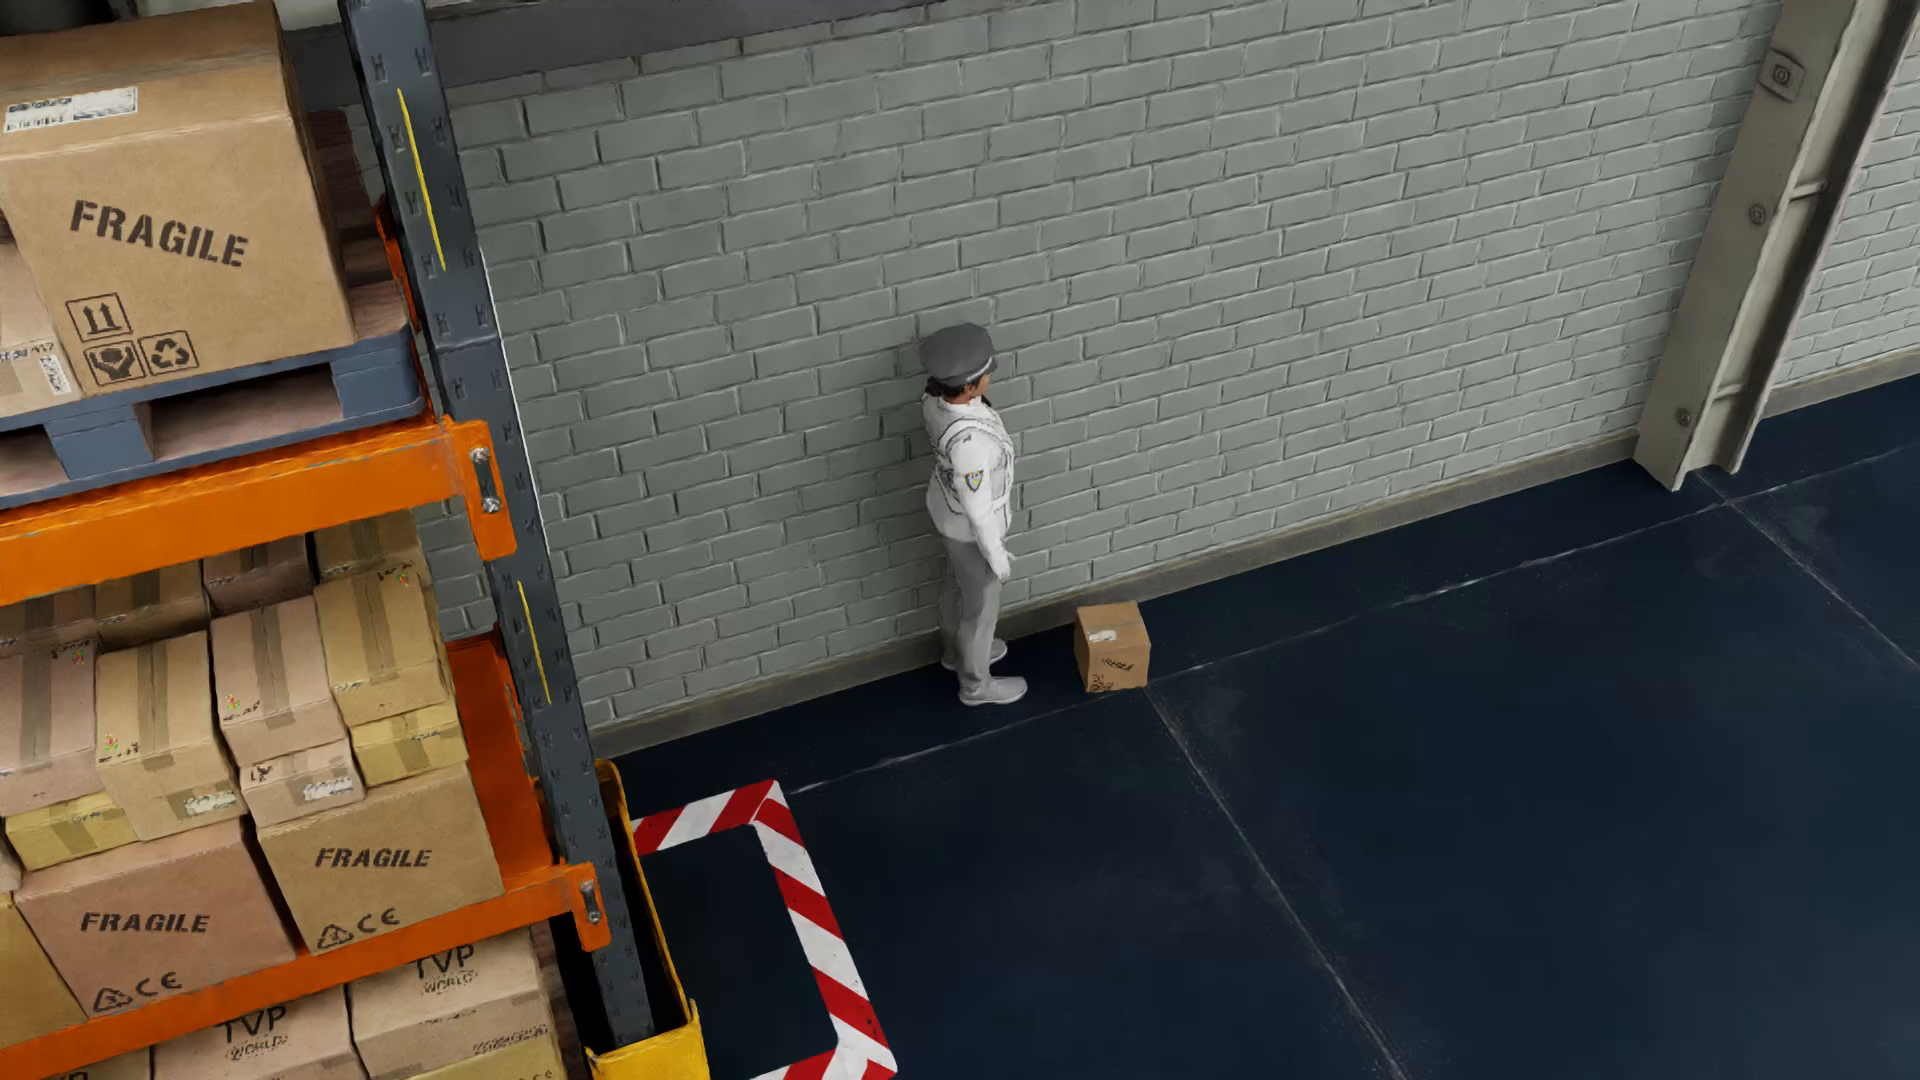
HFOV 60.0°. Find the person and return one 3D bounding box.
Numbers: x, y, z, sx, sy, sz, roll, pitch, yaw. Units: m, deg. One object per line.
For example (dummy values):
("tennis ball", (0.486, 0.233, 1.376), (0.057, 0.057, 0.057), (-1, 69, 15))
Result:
("person", (0.053, -0.074, 6.190), (0.385, 1.685, 0.491), (-11, 43, -12))
